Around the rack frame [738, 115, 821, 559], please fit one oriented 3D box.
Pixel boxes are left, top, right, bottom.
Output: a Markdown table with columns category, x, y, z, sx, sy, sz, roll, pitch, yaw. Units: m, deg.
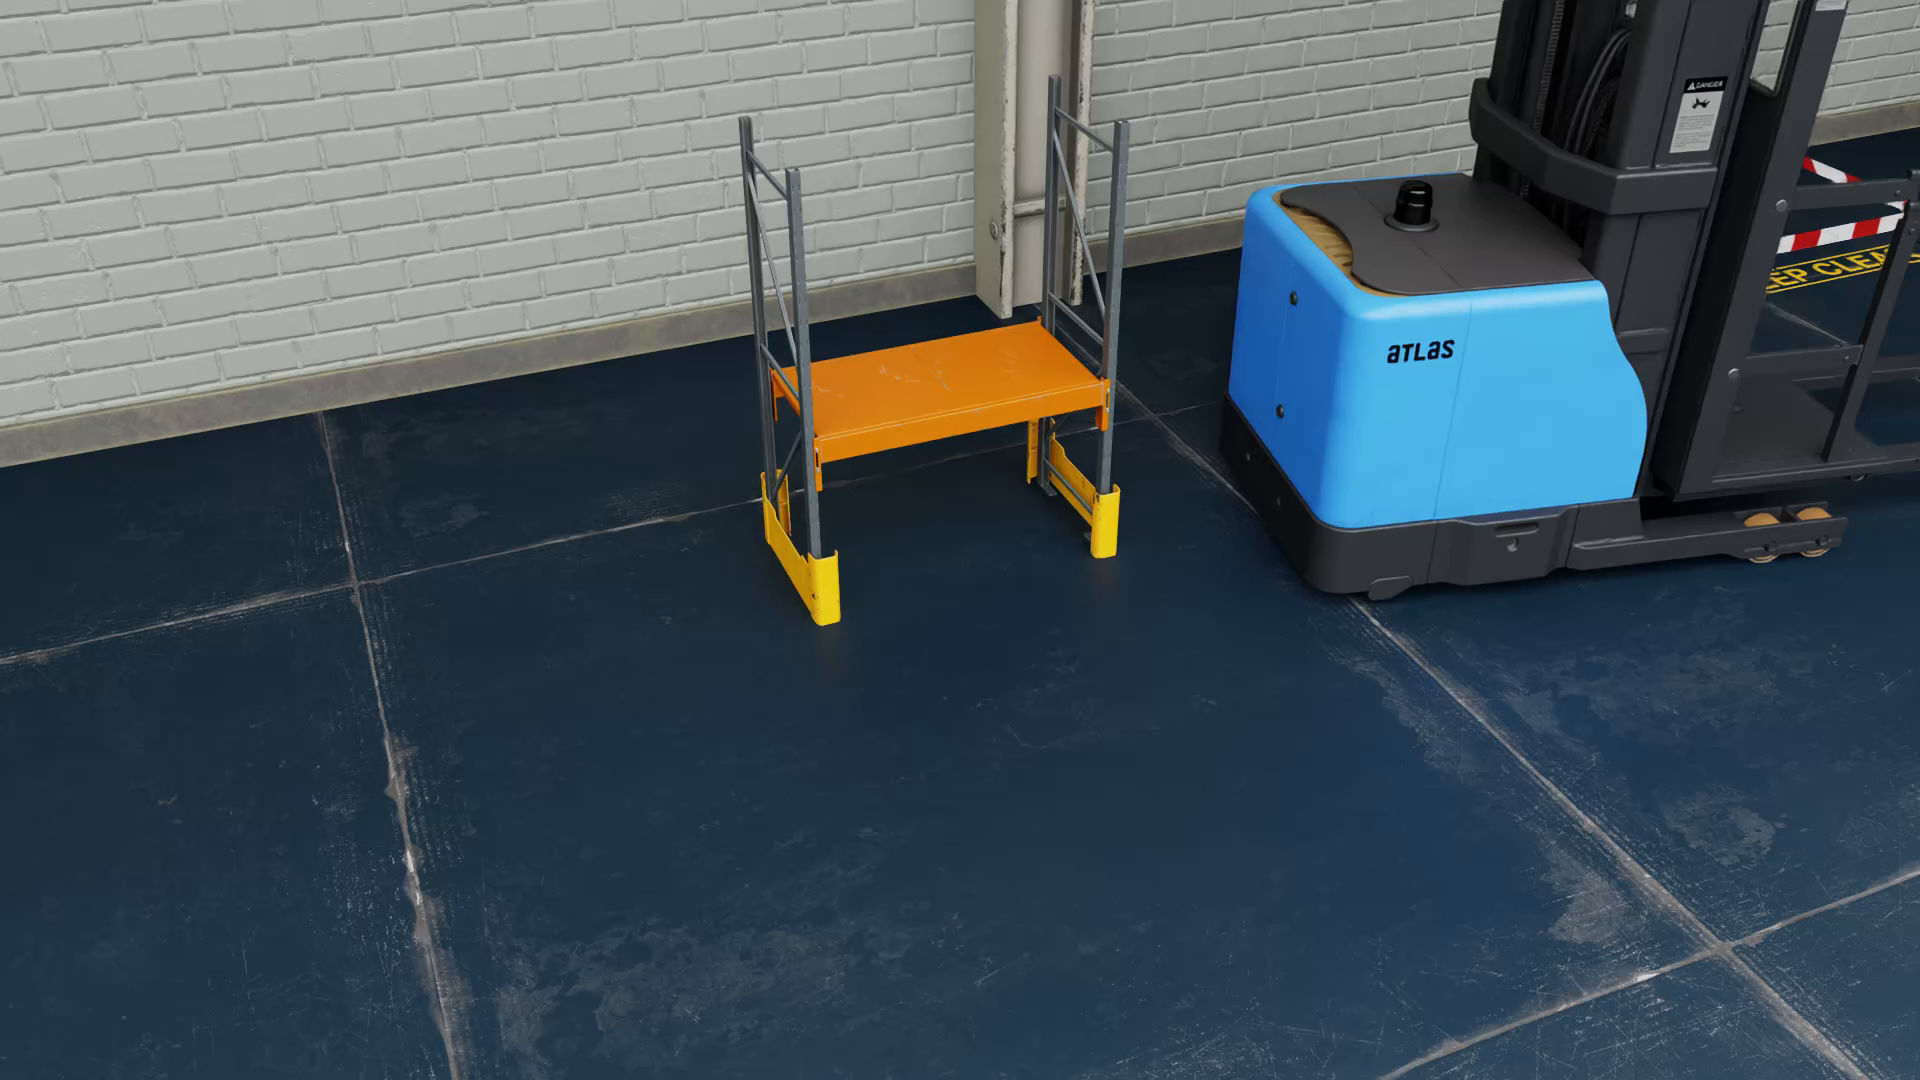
| category | x | y | z | sx | sy | sz | roll | pitch | yaw |
| --- | --- | --- | --- | --- | --- | --- | --- | --- | --- |
| rack frame | -0.547 | -0.503 | 5.148 | 0.032 | 1.500 | 0.500 | -13 | 35 | -19 |

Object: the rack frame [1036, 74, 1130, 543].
| category | x | y | z | sx | sy | sz | roll | pitch | yaw |
| --- | --- | --- | --- | --- | --- | --- | --- | --- | --- |
| rack frame | 0.390 | -0.718 | 5.478 | 0.032 | 1.500 | 0.500 | -13 | 35 | -19 |

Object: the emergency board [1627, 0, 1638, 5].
| category | x | y | z | sx | sy | sz | roll | pitch | yaw |
| --- | --- | --- | --- | --- | --- | --- | --- | --- | --- |
| emergency board | 3.524 | -3.110 | 7.779 | 0.626 | 1.169 | 0.157 | -13 | 35 | -19 |

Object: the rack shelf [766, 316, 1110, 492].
| category | x | y | z | sx | sy | sz | roll | pitch | yaw |
| --- | --- | --- | --- | --- | --- | --- | --- | --- | --- |
| rack shelf | -0.079 | -0.460 | 5.411 | 1.000 | 0.185 | 0.538 | -13 | 35 | -19 |

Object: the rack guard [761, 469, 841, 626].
| category | x | y | z | sx | sy | sz | roll | pitch | yaw |
| --- | --- | --- | --- | --- | --- | --- | --- | --- | --- |
| rack guard | -0.529 | 0.016 | 5.495 | 0.087 | 0.250 | 0.587 | -13 | 35 | -19 |

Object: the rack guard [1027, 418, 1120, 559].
| category | x | y | z | sx | sy | sz | roll | pitch | yaw |
| --- | --- | --- | --- | --- | --- | --- | --- | --- | --- |
| rack guard | 0.389 | -0.194 | 5.819 | 0.087 | 0.250 | 0.587 | -13 | 35 | -19 |

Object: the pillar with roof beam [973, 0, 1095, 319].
| category | x | y | z | sx | sy | sz | roll | pitch | yaw |
| --- | --- | --- | --- | --- | --- | --- | --- | --- | --- |
| pillar with roof beam | 1.967 | -2.688 | 1.630 | 0.400 | 9.000 | 9.100 | -13 | 35 | -19 |

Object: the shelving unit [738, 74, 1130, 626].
| category | x | y | z | sx | sy | sz | roll | pitch | yaw |
| --- | --- | --- | --- | --- | --- | --- | --- | --- | --- |
| shelving unit | -0.070 | -0.613 | 5.316 | 1.083 | 1.500 | 0.587 | -13 | 35 | -19 |

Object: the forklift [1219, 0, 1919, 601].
| category | x | y | z | sx | sy | sz | roll | pitch | yaw |
| --- | --- | --- | --- | --- | --- | --- | --- | --- | --- |
| forklift | 2.523 | -1.427 | 5.256 | 3.031 | 2.935 | 1.130 | -6 | 34 | -10 |
